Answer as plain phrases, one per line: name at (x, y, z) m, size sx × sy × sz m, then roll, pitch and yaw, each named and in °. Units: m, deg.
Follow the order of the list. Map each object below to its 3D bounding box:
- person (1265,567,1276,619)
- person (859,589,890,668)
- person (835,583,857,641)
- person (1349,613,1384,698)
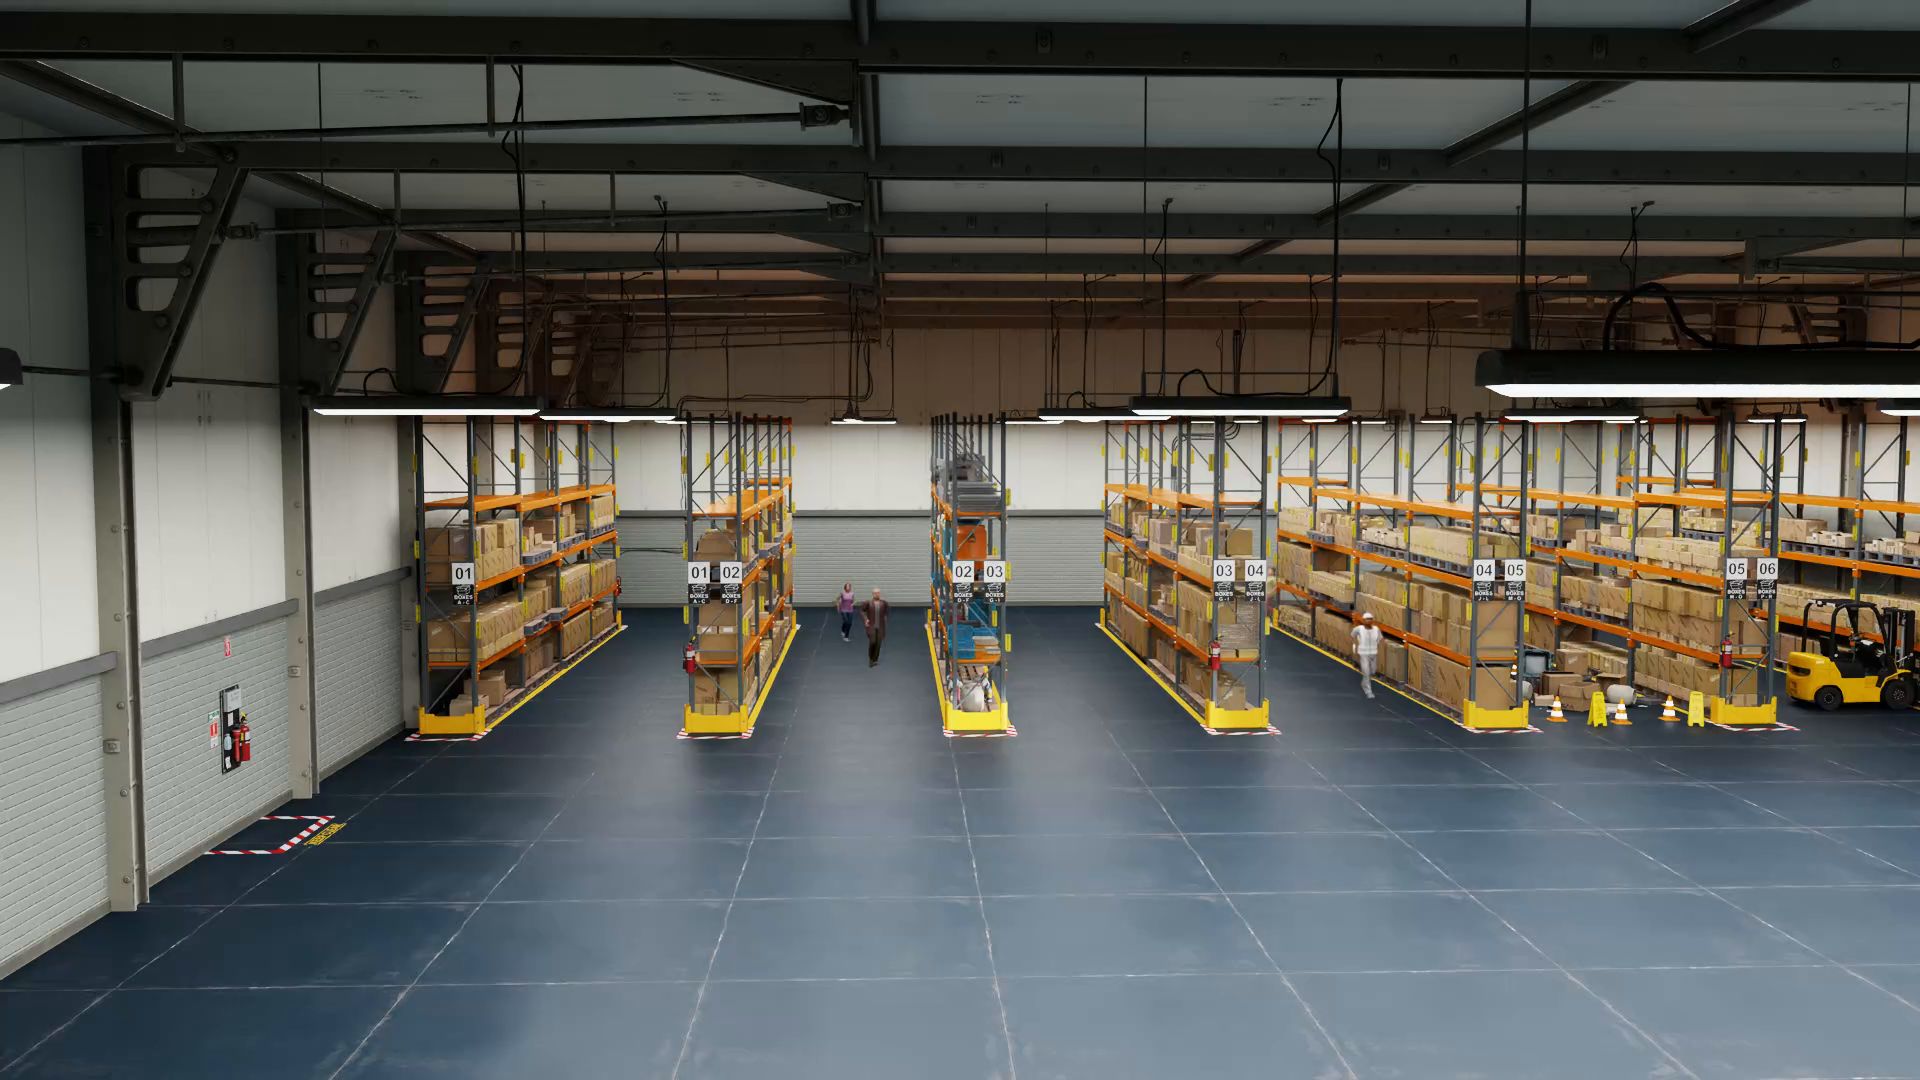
person at (9.109, 1.602, 48.722) m, size 0.573 × 1.625 × 0.633 m, roll -1°, pitch 4°, yaw -20°
person at (-1.905, 2.009, 37.685) m, size 0.680 × 1.810 × 0.694 m, roll -1°, pitch 4°, yaw -15°
person at (-3.003, 1.925, 44.255) m, size 0.532 × 1.559 × 0.555 m, roll -2°, pitch 4°, yaw -21°
person at (8.629, 2.419, 35.197) m, size 0.691 × 1.762 × 0.994 m, roll 0°, pitch 4°, yaw -7°
